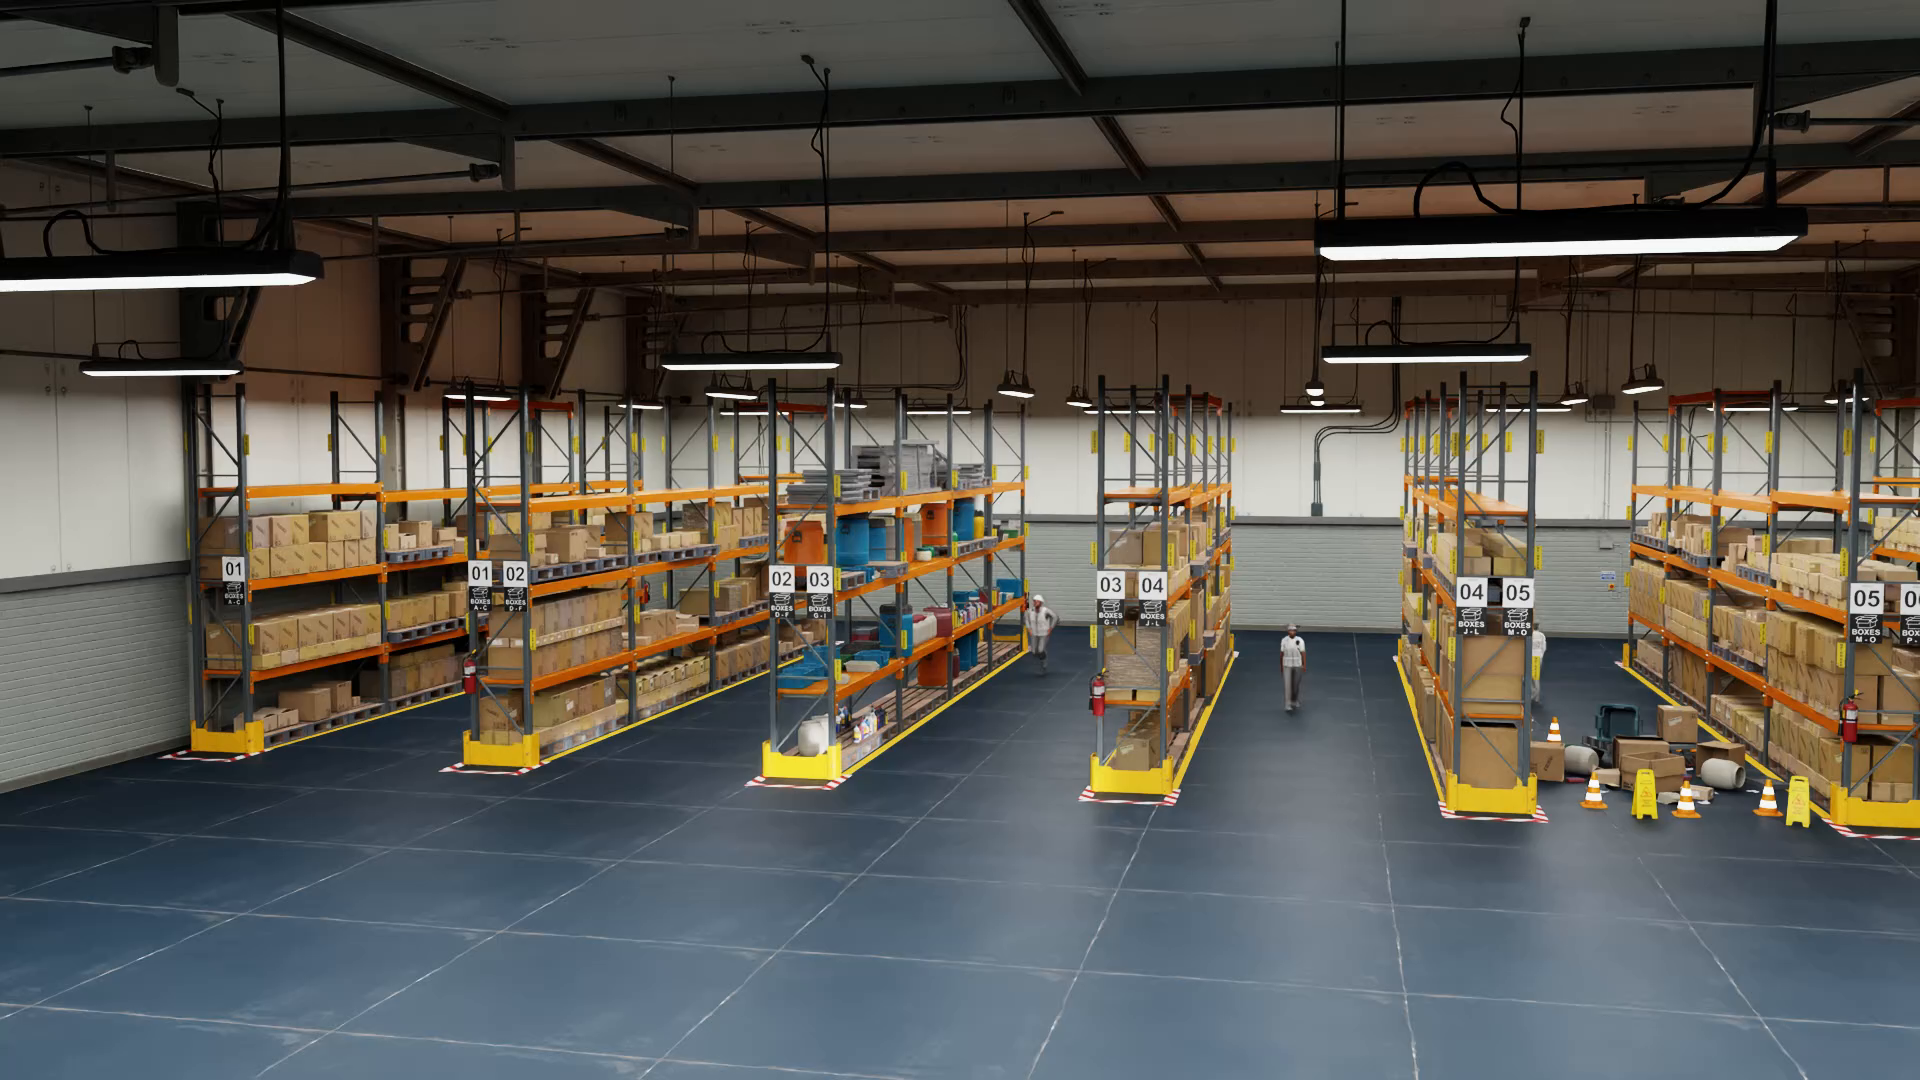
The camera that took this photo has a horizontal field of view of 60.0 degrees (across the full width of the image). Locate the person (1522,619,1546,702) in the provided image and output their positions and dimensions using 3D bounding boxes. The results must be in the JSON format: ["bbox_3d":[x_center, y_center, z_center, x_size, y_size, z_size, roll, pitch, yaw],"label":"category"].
[{"bbox_3d":[11.177,2.345,32.383,0.544,1.624,0.690,0,3,0],"label":"person"}]

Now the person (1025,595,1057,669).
[{"bbox_3d":[1.761,1.995,36.056,0.698,1.634,0.713,1,4,22],"label":"person"}]

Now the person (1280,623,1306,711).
[{"bbox_3d":[6.264,2.373,31.260,0.464,1.635,0.990,1,3,9],"label":"person"}]
